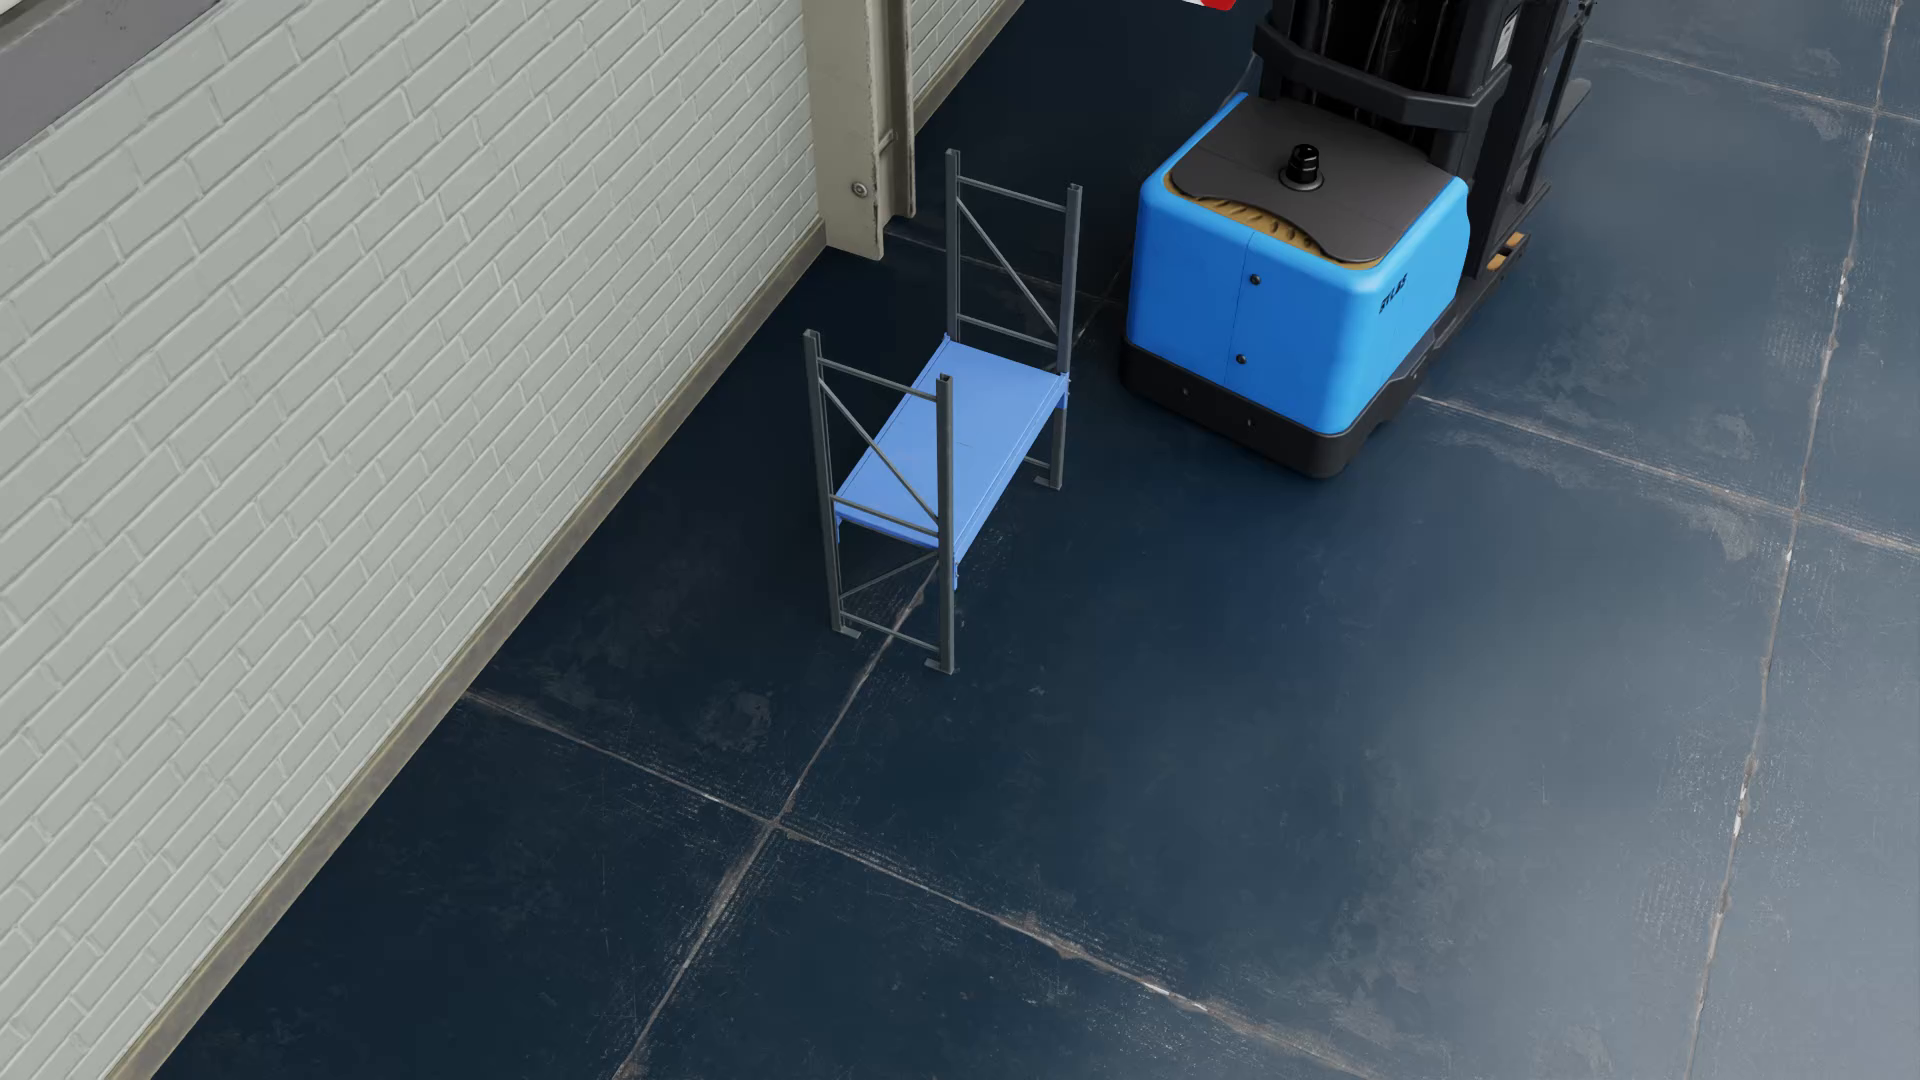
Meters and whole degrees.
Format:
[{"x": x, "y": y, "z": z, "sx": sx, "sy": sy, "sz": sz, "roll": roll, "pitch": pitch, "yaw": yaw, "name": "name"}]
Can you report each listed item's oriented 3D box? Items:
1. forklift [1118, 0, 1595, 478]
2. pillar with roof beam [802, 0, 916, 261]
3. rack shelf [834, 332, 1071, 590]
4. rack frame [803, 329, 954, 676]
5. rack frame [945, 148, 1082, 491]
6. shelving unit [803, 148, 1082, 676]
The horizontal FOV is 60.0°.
[{"x": 1.946, "y": -2.284, "z": 6.584, "sx": 1.130, "sy": 2.935, "sz": 3.031, "roll": 29, "pitch": 56, "yaw": 23, "name": "forklift"}, {"x": 3.463, "y": -2.987, "z": 3.198, "sx": 9.100, "sy": 9.000, "sz": 0.400, "roll": 20, "pitch": 52, "yaw": 16, "name": "pillar with roof beam"}, {"x": -0.036, "y": -0.311, "z": 6.081, "sx": 0.538, "sy": 0.185, "sz": 1.000, "roll": 20, "pitch": 52, "yaw": 16, "name": "rack shelf"}, {"x": -0.254, "y": -0.077, "z": 5.646, "sx": 0.500, "sy": 1.500, "sz": 0.032, "roll": 20, "pitch": 52, "yaw": 16, "name": "rack frame"}, {"x": 0.181, "y": -0.777, "z": 6.242, "sx": 0.500, "sy": 1.500, "sz": 0.032, "roll": 20, "pitch": 52, "yaw": 16, "name": "rack frame"}, {"x": -0.036, "y": -0.427, "z": 5.944, "sx": 0.538, "sy": 1.500, "sz": 1.048, "roll": 20, "pitch": 52, "yaw": 16, "name": "shelving unit"}]
